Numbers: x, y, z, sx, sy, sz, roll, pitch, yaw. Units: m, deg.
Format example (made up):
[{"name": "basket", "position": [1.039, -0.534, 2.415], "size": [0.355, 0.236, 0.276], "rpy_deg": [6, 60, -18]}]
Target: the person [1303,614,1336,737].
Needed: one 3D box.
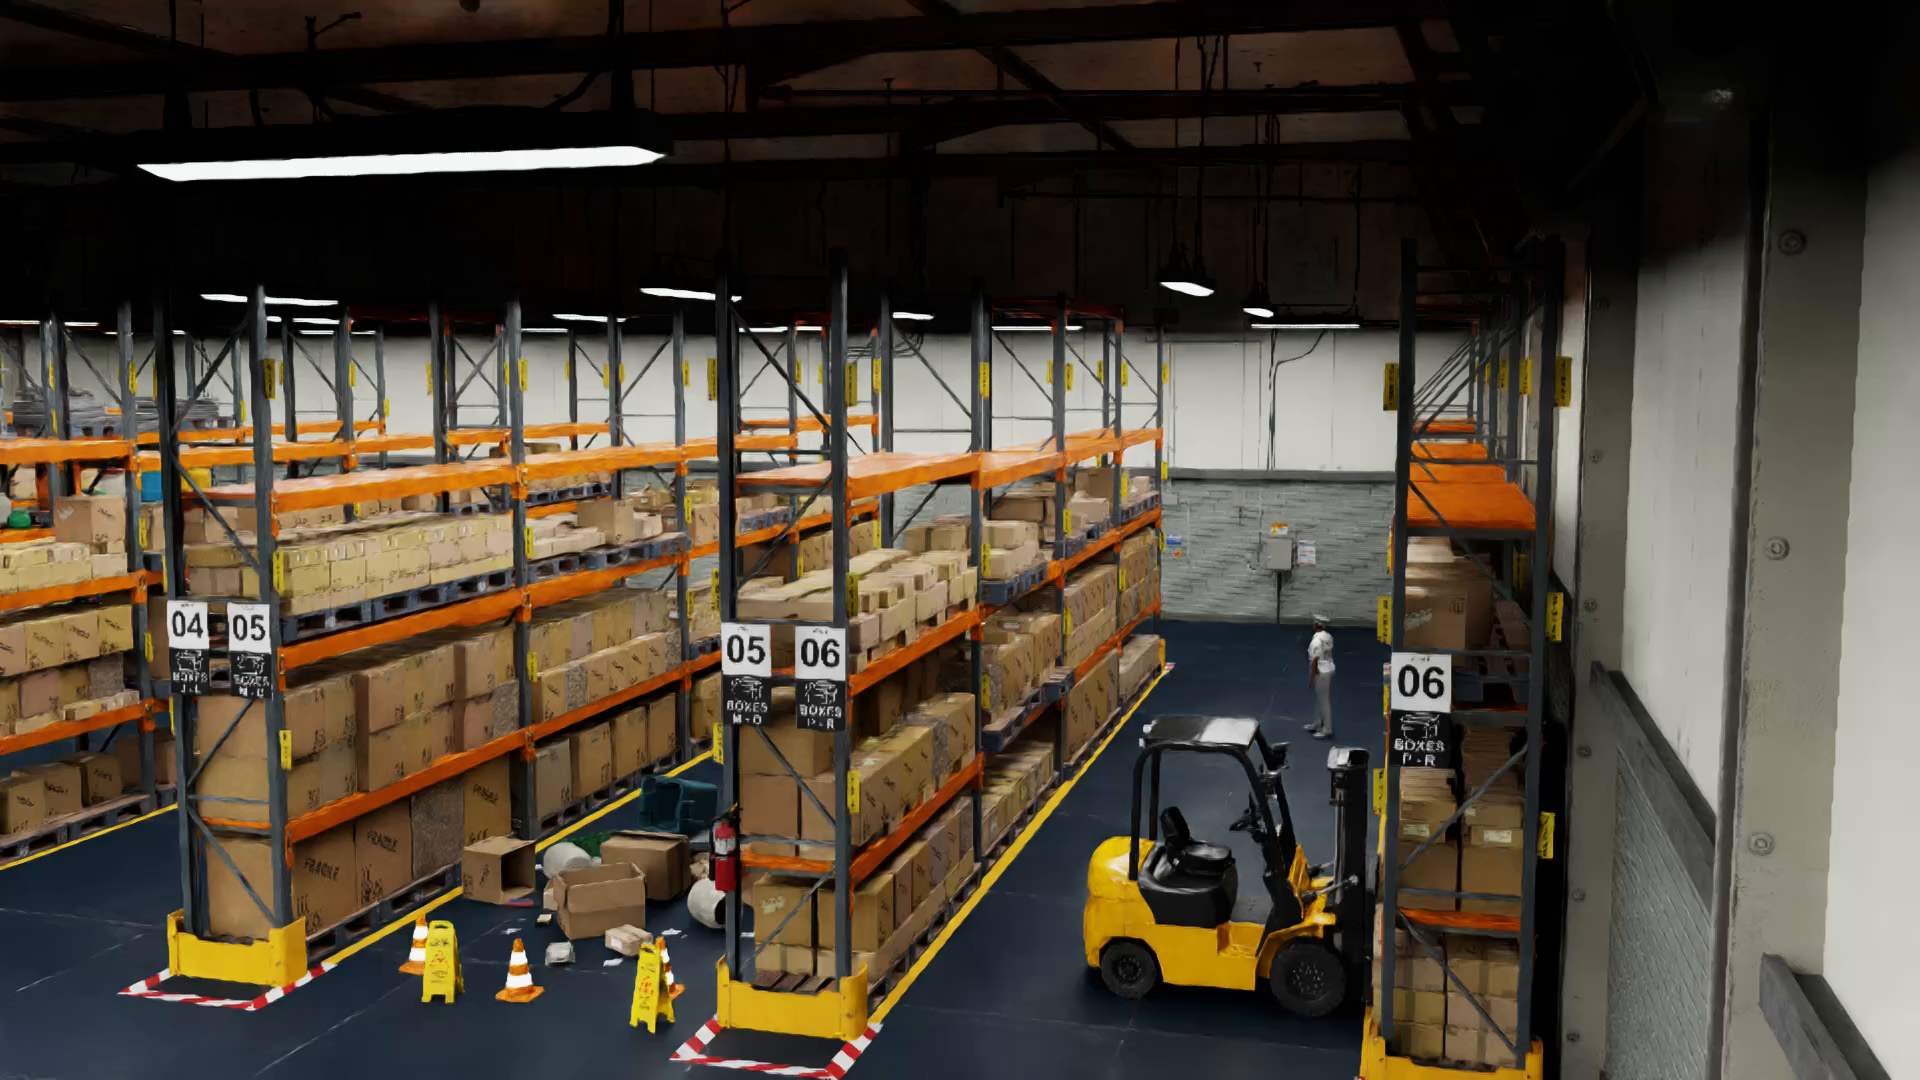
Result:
[{"name": "person", "position": [5.019, 1.873, 23.199], "size": [0.527, 1.666, 0.565], "rpy_deg": [4, 7, 33]}]
